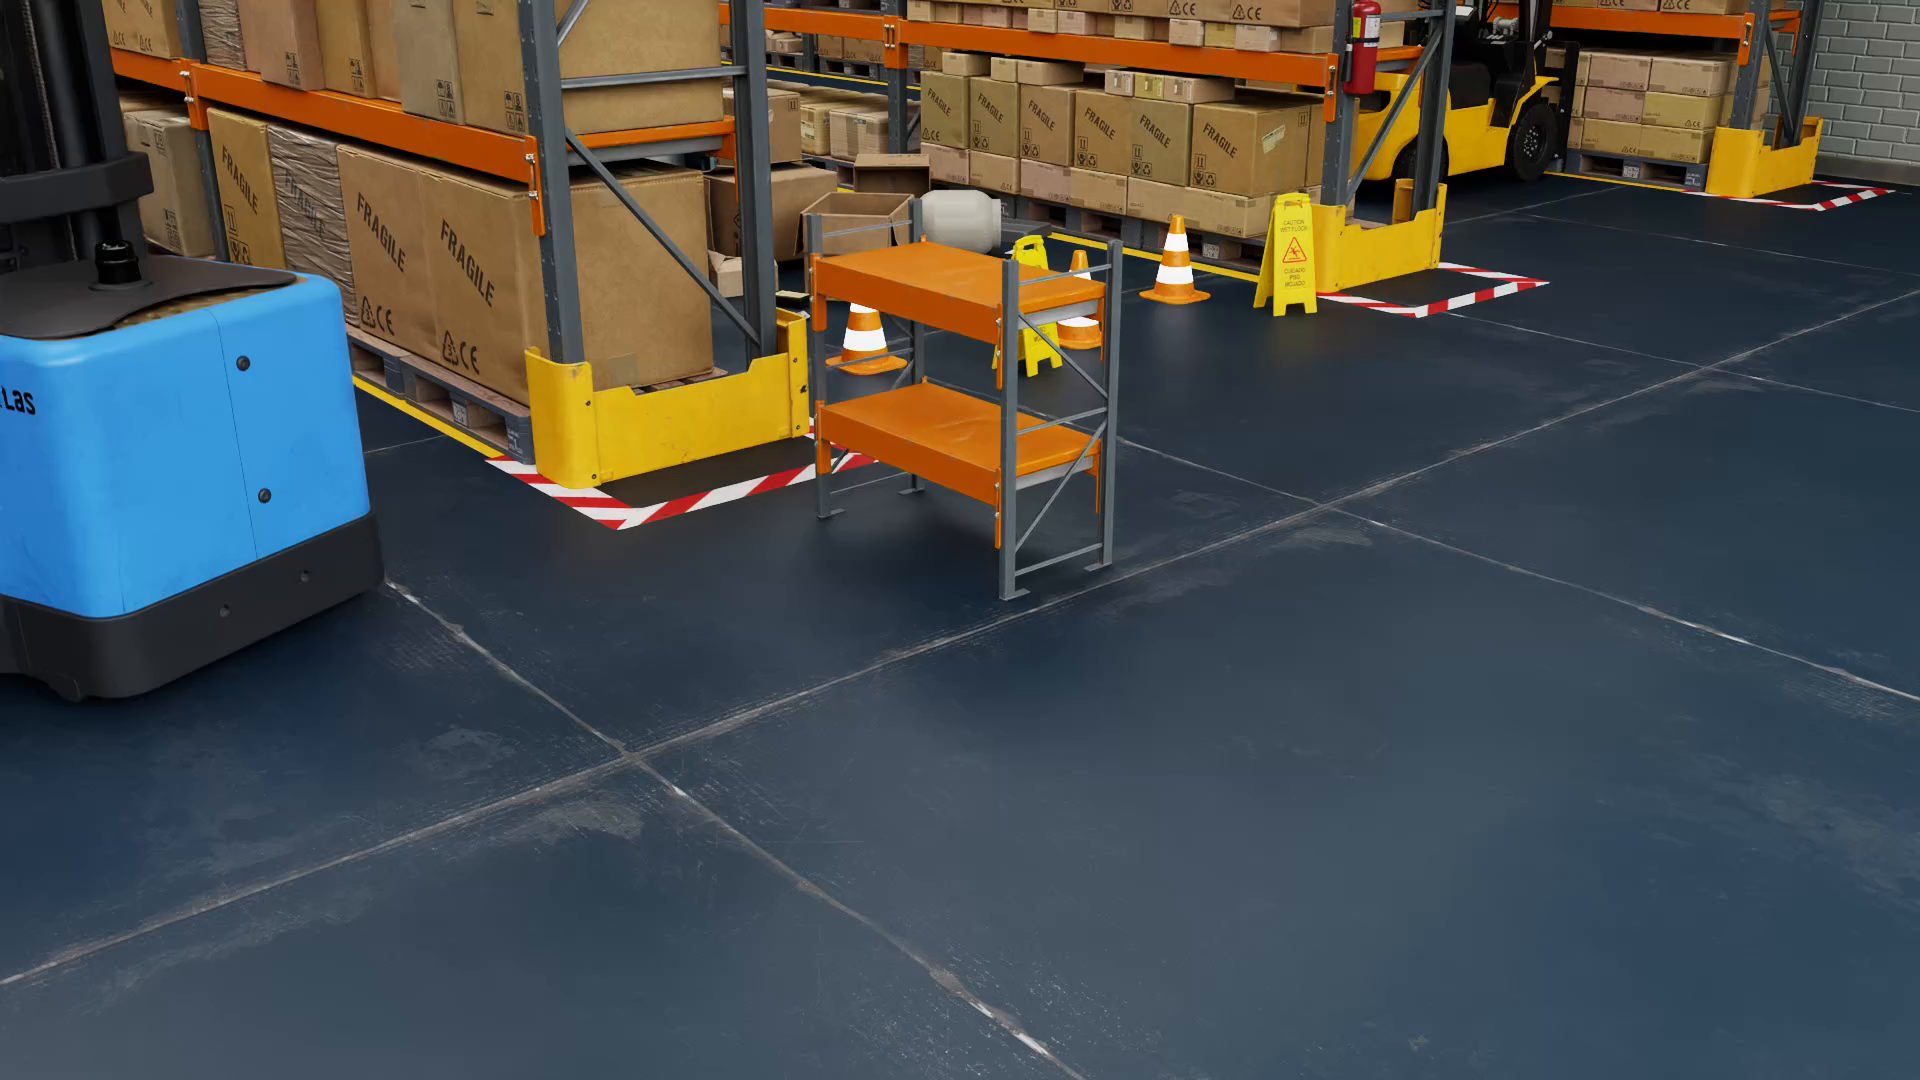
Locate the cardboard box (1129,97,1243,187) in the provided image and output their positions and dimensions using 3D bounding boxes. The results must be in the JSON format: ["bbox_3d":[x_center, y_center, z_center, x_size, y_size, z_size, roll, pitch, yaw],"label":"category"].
[{"bbox_3d":[1.428,-2.551,10.551,0.500,0.500,0.500,-16,27,-36],"label":"cardboard box"}]

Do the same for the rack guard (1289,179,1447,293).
[{"bbox_3d":[2.443,-1.841,9.999,1.175,0.500,0.348,-17,27,-37],"label":"rack guard"}]

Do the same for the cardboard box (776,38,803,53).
[{"bbox_3d":[-2.169,-6.434,21.632,0.380,0.149,0.250,-18,28,-39],"label":"cardboard box"}]

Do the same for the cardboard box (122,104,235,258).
[{"bbox_3d":[-4.276,-2.181,9.948,1.050,0.750,0.750,-18,27,-38],"label":"cardboard box"}]

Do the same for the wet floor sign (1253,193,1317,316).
[{"bbox_3d":[1.806,-1.581,9.135,0.267,0.644,0.232,-8,23,-19],"label":"wet floor sign"}]

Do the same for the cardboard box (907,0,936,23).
[{"bbox_3d":[-0.156,-3.809,11.940,0.380,0.149,0.250,-18,27,-38],"label":"cardboard box"}]

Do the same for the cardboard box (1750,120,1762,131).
[{"bbox_3d":[6.078,-3.264,13.399,0.500,0.250,0.500,-17,27,-37],"label":"cardboard box"}]

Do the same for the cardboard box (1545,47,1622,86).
[{"bbox_3d":[5.039,-3.877,13.594,0.500,0.250,0.500,-17,27,-37],"label":"cardboard box"}]

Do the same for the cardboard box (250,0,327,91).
[{"bbox_3d":[-2.914,-2.530,8.124,0.875,0.550,0.550,-17,27,-37],"label":"cardboard box"}]

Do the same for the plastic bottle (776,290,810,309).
[{"bbox_3d":[-0.979,-1.359,9.371,0.283,0.061,0.133,12,24,27],"label":"plastic bottle"}]

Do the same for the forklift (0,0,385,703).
[{"bbox_3d":[-3.439,-1.262,5.186,3.031,2.935,1.130,11,24,25],"label":"forklift"}]

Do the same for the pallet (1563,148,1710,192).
[{"bbox_3d":[5.719,-3.070,13.532,1.003,0.211,1.213,-17,27,-37],"label":"pallet"}]

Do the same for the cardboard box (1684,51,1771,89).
[{"bbox_3d":[6.080,-3.725,13.206,0.500,0.250,0.500,-18,28,-38],"label":"cardboard box"}]

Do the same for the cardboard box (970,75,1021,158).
[{"bbox_3d":[0.420,-2.981,11.649,0.500,0.500,0.500,-16,27,-35],"label":"cardboard box"}]

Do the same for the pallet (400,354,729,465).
[{"bbox_3d":[-1.773,-0.682,7.435,1.003,0.211,1.213,-17,27,-37],"label":"pallet"}]

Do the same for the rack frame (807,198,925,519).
[{"bbox_3d":[-0.336,-0.666,6.142,0.500,1.125,0.032,-17,27,-37],"label":"rack frame"}]

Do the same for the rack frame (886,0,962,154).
[{"bbox_3d":[-0.119,-4.089,12.311,1.000,3.000,0.127,-17,27,-37],"label":"rack frame"}]

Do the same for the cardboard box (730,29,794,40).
[{"bbox_3d":[-2.660,-6.895,22.327,0.700,0.500,0.500,-19,28,-39],"label":"cardboard box"}]

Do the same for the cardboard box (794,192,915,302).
[{"bbox_3d":[-0.572,-1.704,9.645,0.637,0.503,0.797,3,22,9],"label":"cardboard box"}]

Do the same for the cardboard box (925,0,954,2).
[{"bbox_3d":[-0.043,-4.086,11.759,0.500,0.500,0.500,-18,27,-38],"label":"cardboard box"}]

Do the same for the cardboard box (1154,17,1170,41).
[{"bbox_3d":[1.434,-3.207,10.404,0.380,0.149,0.250,-17,27,-37],"label":"cardboard box"}]

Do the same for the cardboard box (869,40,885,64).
[{"bbox_3d":[-0.760,-6.043,20.151,0.500,0.500,0.500,-18,28,-39],"label":"cardboard box"}]

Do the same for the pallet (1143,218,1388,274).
[{"bbox_3d":[1.939,-1.939,10.646,1.003,0.211,1.213,-17,27,-37],"label":"pallet"}]

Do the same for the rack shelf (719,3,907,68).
[{"bbox_3d":[-1.424,-4.307,13.853,1.077,0.370,4.000,-17,27,-37],"label":"rack shelf"}]

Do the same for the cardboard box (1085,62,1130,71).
[{"bbox_3d":[1.857,-5.113,17.604,0.875,0.625,0.625,-16,27,-36],"label":"cardboard box"}]

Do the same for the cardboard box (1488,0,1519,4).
[{"bbox_3d":[4.727,-4.710,13.759,0.500,0.500,0.500,-17,27,-37],"label":"cardboard box"}]

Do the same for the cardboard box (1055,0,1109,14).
[{"bbox_3d":[0.965,-3.676,10.713,0.500,0.500,0.500,-17,27,-37],"label":"cardboard box"}]

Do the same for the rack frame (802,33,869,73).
[{"bbox_3d":[-1.583,-7.482,20.974,1.000,3.000,0.127,-17,27,-37],"label":"rack frame"}]

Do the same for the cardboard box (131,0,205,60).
[{"bbox_3d":[-4.346,-3.010,9.419,0.500,0.500,0.500,-18,27,-38],"label":"cardboard box"}]

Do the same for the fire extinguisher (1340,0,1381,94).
[{"bbox_3d":[2.218,-2.807,9.143,0.296,0.674,0.183,-17,27,-37],"label":"fire extinguisher"}]

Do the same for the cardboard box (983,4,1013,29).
[{"bbox_3d":[0.380,-3.609,11.429,0.380,0.149,0.250,-16,27,-36],"label":"cardboard box"}]

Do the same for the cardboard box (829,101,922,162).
[{"bbox_3d":[-0.463,-3.205,13.082,0.950,0.372,0.625,-17,27,-37],"label":"cardboard box"}]

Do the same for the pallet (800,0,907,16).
[{"bbox_3d":[-0.507,-4.246,12.974,1.003,0.211,1.213,-17,27,-37],"label":"pallet"}]

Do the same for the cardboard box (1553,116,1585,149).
[{"bbox_3d":[5.067,-3.417,13.788,0.500,0.250,0.500,-17,27,-37],"label":"cardboard box"}]

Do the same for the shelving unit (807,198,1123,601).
[{"bbox_3d":[-0.004,-0.526,5.784,0.538,1.125,1.048,-17,27,-37],"label":"shelving unit"}]

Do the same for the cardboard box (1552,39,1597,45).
[{"bbox_3d":[5.103,-4.146,14.281,0.500,0.250,0.500,-18,28,-38],"label":"cardboard box"}]

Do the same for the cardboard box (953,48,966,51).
[{"bbox_3d":[0.270,-5.615,19.059,0.500,0.500,0.500,-18,28,-38],"label":"cardboard box"}]

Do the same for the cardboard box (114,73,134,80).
[{"bbox_3d":[-6.085,-2.946,11.902,1.050,0.750,0.750,-18,28,-38],"label":"cardboard box"}]

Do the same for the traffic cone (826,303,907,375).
[{"bbox_3d":[-0.463,-1.081,8.110,0.336,0.463,0.334,-17,27,-37],"label":"traffic cone"}]

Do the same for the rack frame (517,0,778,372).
[{"bbox_3d":[-1.192,-1.778,6.410,1.000,3.000,0.127,-17,27,-37],"label":"rack frame"}]

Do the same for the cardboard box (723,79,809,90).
[{"bbox_3d":[-1.881,-3.806,14.615,0.950,0.372,0.625,-18,28,-38],"label":"cardboard box"}]

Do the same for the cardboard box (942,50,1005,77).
[{"bbox_3d":[0.098,-3.380,11.776,0.380,0.149,0.250,-17,27,-37],"label":"cardboard box"}]

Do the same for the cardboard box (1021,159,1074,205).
[{"bbox_3d":[0.767,-2.486,11.414,0.500,0.250,0.500,-18,28,-38],"label":"cardboard box"}]

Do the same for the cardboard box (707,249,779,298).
[{"bbox_3d":[-1.286,-1.573,9.637,0.396,0.266,0.258,-12,25,-28],"label":"cardboard box"}]

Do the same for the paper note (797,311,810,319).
[{"bbox_3d":[-0.902,-1.220,9.060,0.144,0.017,0.142,-8,23,-19],"label":"paper note"}]

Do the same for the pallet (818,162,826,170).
[{"bbox_3d":[-1.429,-3.343,14.229,1.003,0.211,1.213,-17,27,-37],"label":"pallet"}]

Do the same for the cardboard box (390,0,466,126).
[{"bbox_3d":[-1.844,-2.086,6.991,0.875,0.550,0.550,-17,27,-37],"label":"cardboard box"}]

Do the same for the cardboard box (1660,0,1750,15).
[{"bbox_3d":[5.730,-4.287,12.679,0.500,0.500,0.500,-18,28,-39],"label":"cardboard box"}]

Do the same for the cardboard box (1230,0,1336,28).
[{"bbox_3d":[1.929,-3.253,9.633,0.500,0.500,0.500,-18,28,-38],"label":"cardboard box"}]

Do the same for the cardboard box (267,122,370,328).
[{"bbox_3d":[-2.854,-1.651,8.423,0.875,0.875,0.875,-17,27,-37],"label":"cardboard box"}]

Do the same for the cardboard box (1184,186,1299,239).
[{"bbox_3d":[1.745,-2.065,10.338,0.500,0.250,0.500,-18,27,-38],"label":"cardboard box"}]

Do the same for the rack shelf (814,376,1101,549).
[{"bbox_3d":[-0.004,-0.298,5.873,0.538,0.278,1.000,-17,27,-37],"label":"rack shelf"}]

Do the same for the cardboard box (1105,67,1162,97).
[{"bbox_3d":[1.149,-2.939,10.650,0.380,0.149,0.250,-16,27,-35],"label":"cardboard box"}]

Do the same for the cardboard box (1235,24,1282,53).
[{"bbox_3d":[1.837,-2.963,9.781,0.380,0.149,0.250,-18,28,-38],"label":"cardboard box"}]

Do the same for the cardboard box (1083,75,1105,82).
[{"bbox_3d":[1.138,-2.973,11.628,0.500,0.500,0.500,-16,26,-35],"label":"cardboard box"}]

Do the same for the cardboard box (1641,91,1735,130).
[{"bbox_3d":[5.696,-3.375,12.996,0.500,0.250,0.500,-18,28,-38],"label":"cardboard box"}]

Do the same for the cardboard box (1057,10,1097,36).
[{"bbox_3d":[0.857,-3.390,10.871,0.380,0.149,0.250,-18,27,-38],"label":"cardboard box"}]
